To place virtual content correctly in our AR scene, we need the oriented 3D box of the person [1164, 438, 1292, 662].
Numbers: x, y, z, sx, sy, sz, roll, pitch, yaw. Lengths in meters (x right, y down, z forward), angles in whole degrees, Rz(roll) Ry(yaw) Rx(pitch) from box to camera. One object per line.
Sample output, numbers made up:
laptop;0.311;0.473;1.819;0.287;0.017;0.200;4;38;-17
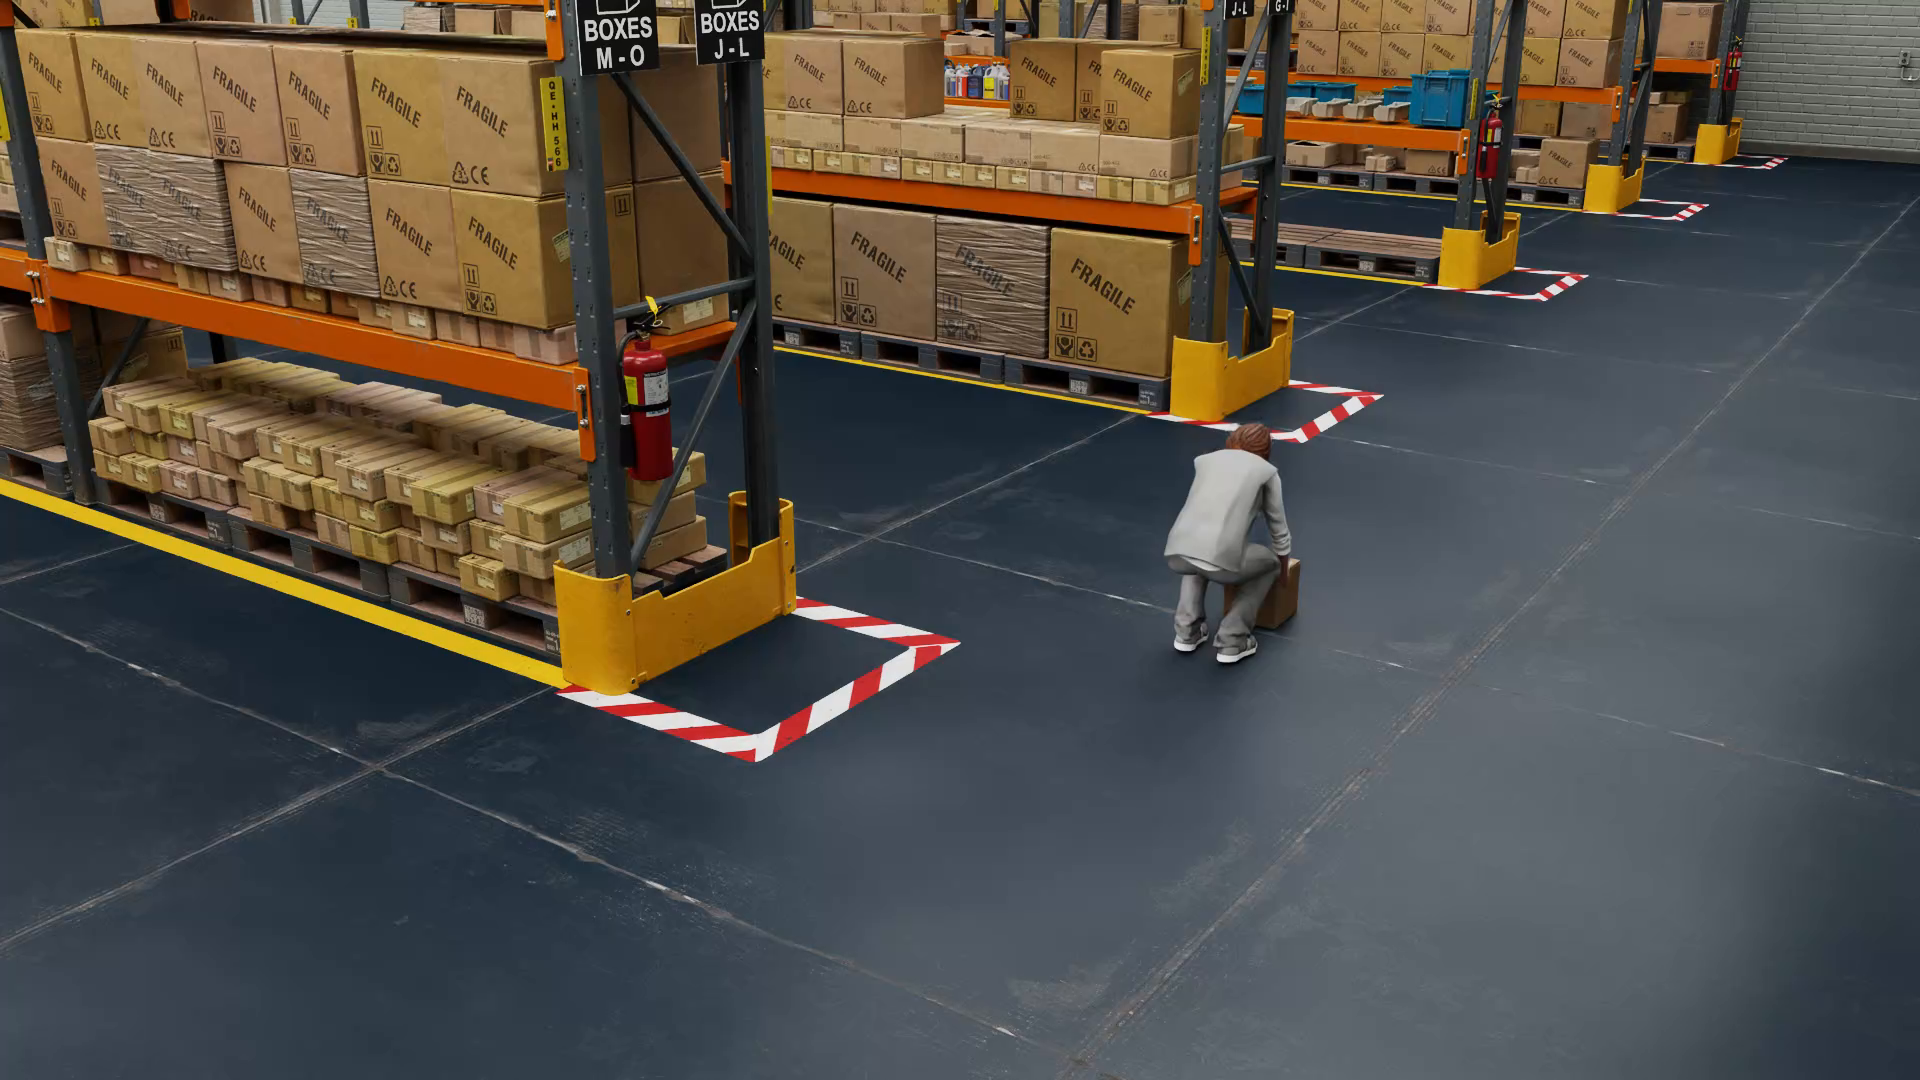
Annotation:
person;1.138;0.047;7.075;0.441;0.834;0.804;13;24;32
